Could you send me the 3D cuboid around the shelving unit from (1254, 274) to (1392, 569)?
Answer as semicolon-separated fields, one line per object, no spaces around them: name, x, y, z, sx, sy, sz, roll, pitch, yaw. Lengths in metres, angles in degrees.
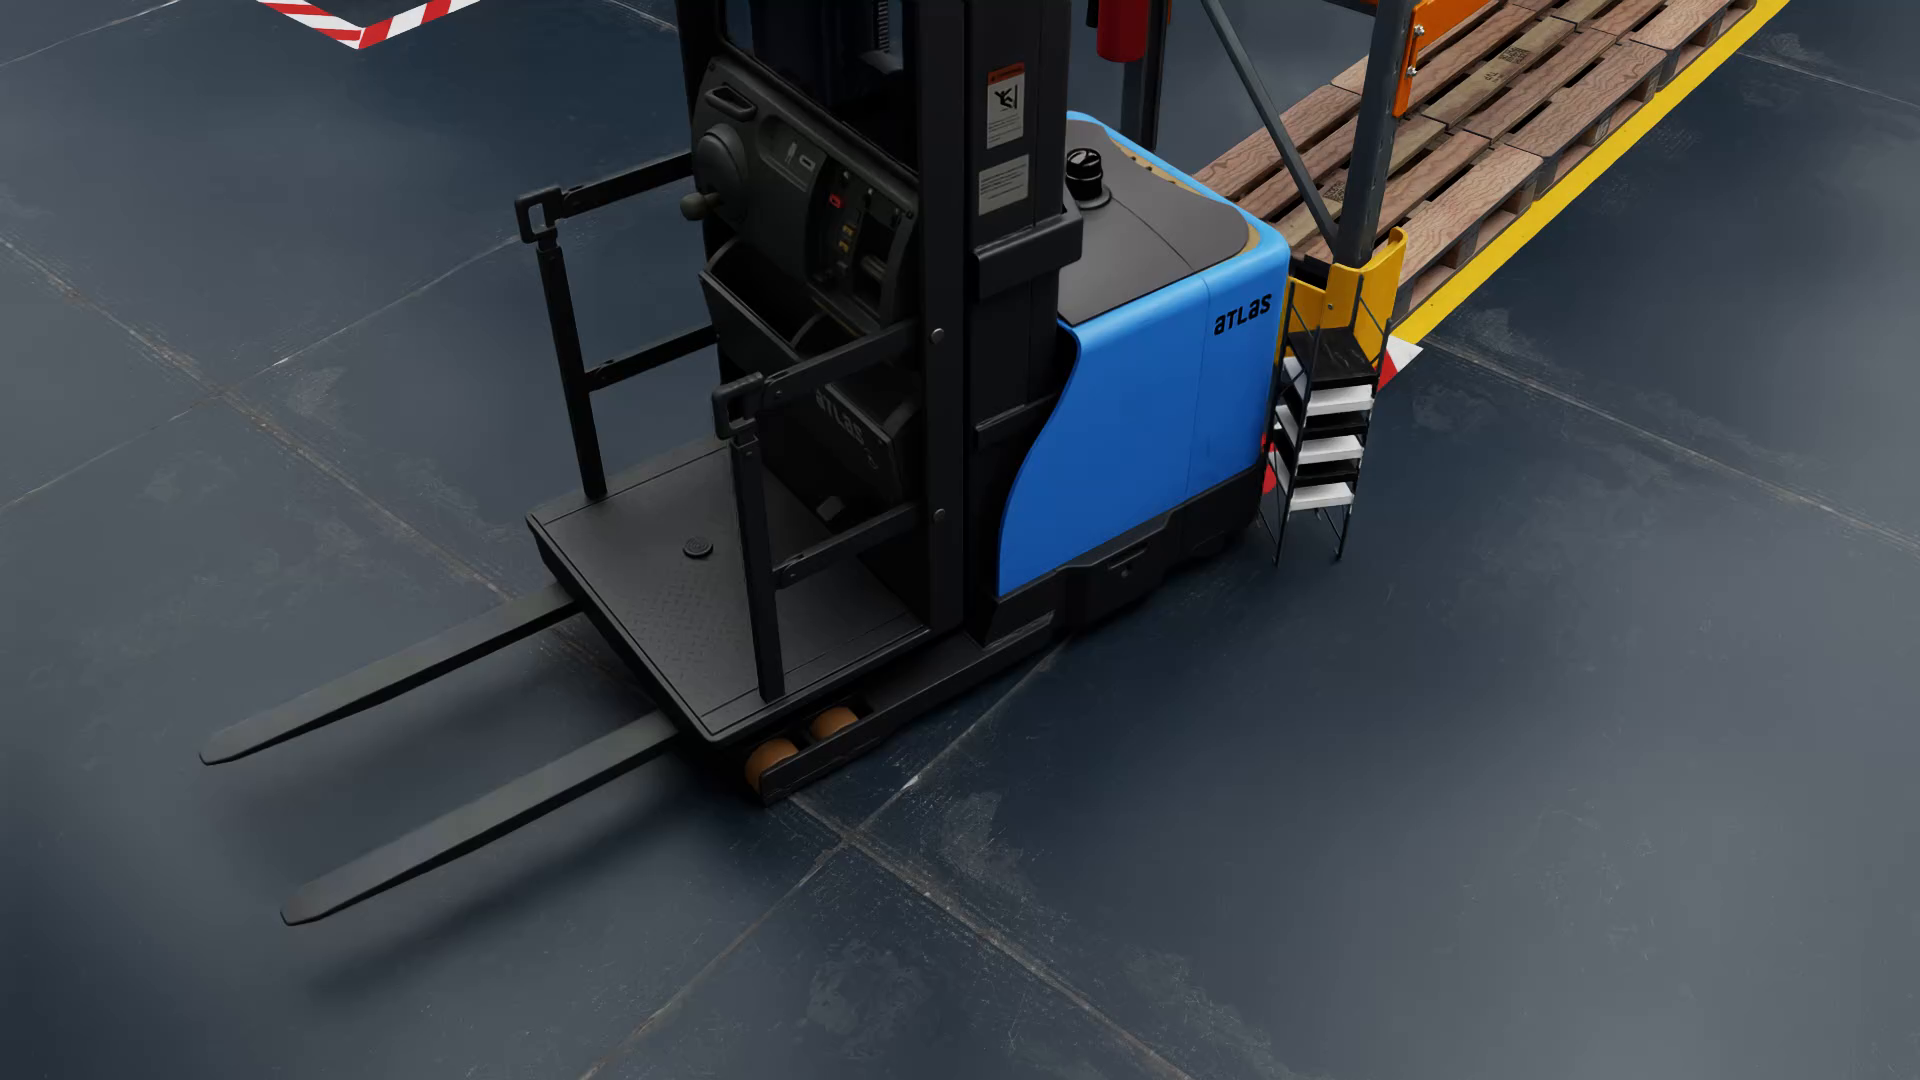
shelving unit;1.064;-0.336;4.950;0.210;0.900;0.258;-7;43;-7

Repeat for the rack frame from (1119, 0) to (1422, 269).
rack frame;0.995;-1.966;5.182;1.000;3.000;0.127;29;50;28

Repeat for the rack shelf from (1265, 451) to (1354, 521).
rack shelf;1.064;-0.178;5.094;0.200;0.077;0.258;-7;43;-7

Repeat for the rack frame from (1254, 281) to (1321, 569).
rack frame;0.964;-0.324;4.937;0.006;0.900;0.240;-7;43;-7

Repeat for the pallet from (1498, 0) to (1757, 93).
pallet;3.126;-2.598;7.951;1.003;0.211;1.213;29;50;28

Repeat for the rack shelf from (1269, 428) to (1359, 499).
rack shelf;1.064;-0.245;5.033;0.200;0.077;0.258;-7;43;-7

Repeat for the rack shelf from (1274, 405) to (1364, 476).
rack shelf;1.064;-0.311;4.973;0.200;0.077;0.258;-7;43;-7

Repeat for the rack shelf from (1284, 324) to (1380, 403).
rack shelf;1.064;-0.511;4.791;0.200;0.077;0.258;-7;43;-7

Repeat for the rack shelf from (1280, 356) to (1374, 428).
rack shelf;1.064;-0.444;4.852;0.200;0.077;0.258;-7;43;-7

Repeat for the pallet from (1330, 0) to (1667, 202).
pallet;2.341;-1.967;7.257;1.003;0.211;1.213;29;50;28

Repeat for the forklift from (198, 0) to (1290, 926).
forklift;-0.560;-0.792;3.943;3.031;2.935;1.130;-26;48;-26

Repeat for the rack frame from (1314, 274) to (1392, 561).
rack frame;1.164;-0.348;4.963;0.006;0.900;0.240;-7;43;-7

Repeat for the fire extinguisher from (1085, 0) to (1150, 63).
fire extinguisher;0.550;-1.918;5.465;0.296;0.674;0.183;29;50;28

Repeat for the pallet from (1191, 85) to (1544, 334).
pallet;1.555;-1.342;6.569;1.003;0.211;1.213;29;50;28

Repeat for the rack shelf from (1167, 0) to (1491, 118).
rack shelf;2.282;-2.730;6.557;1.077;0.370;4.000;29;50;28

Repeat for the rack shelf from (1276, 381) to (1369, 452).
rack shelf;1.064;-0.378;4.912;0.200;0.077;0.258;-7;43;-7

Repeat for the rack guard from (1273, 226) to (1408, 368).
rack guard;0.990;-1.023;6.004;1.175;0.500;0.348;29;50;28
